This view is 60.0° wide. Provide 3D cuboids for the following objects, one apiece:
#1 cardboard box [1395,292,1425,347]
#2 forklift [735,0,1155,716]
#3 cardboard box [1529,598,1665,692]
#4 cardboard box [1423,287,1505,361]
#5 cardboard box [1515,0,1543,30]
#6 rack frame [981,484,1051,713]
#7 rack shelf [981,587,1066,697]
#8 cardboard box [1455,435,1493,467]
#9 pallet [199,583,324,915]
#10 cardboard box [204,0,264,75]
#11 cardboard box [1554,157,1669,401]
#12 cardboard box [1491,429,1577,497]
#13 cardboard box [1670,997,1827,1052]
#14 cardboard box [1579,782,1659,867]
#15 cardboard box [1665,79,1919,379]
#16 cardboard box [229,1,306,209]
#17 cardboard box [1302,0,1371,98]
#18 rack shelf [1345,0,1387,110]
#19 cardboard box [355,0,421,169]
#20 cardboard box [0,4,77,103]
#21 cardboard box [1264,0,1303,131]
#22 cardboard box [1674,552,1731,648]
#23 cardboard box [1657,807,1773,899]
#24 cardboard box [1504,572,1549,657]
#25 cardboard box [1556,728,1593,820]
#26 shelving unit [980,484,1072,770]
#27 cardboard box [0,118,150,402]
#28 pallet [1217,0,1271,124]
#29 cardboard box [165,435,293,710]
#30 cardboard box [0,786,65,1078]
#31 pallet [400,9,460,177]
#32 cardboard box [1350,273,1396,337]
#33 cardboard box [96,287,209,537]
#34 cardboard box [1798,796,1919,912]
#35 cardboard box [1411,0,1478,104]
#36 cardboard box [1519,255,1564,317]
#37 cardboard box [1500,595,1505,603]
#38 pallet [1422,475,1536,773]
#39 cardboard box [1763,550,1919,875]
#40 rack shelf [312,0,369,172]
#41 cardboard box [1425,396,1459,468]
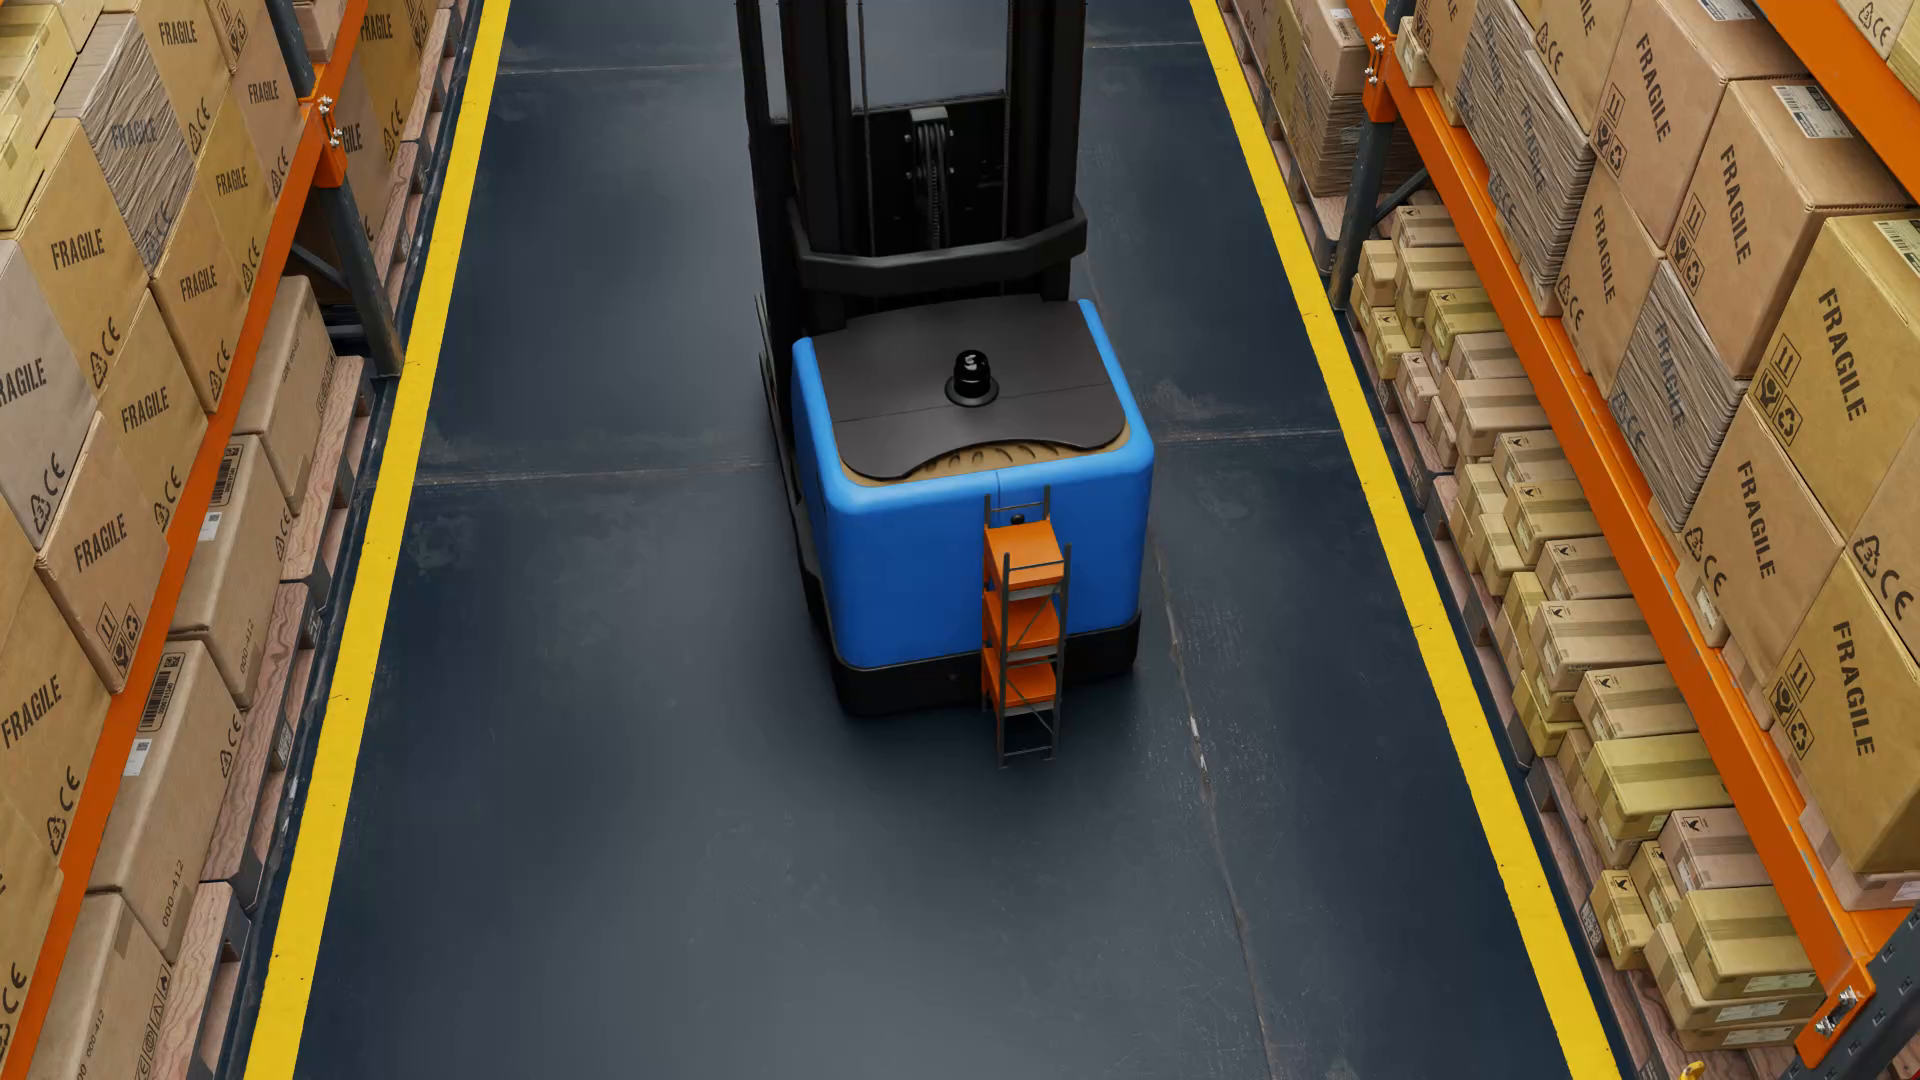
[{"bbox_3d":[1.929,-0.896,6.502,0.380,0.149,0.250,-3,47,-3],"label":"cardboard box"},{"bbox_3d":[-0.198,-1.508,5.659,1.130,2.935,3.031,-9,47,-8],"label":"forklift"},{"bbox_3d":[1.997,0.322,5.144,0.380,0.149,0.250,-2,47,-2],"label":"cardboard box"},{"bbox_3d":[1.964,-0.813,6.218,0.380,0.149,0.250,-4,47,-4],"label":"cardboard box"},{"bbox_3d":[1.961,-1.854,4.977,0.500,0.500,0.500,-5,47,-4],"label":"cardboard box"},{"bbox_3d":[0.172,0.212,5.326,0.200,1.050,0.008,-9,47,-8],"label":"rack frame"},{"bbox_3d":[0.198,0.306,5.252,0.215,0.259,0.240,-9,47,-8],"label":"rack shelf"},{"bbox_3d":[2.005,-0.326,5.962,0.380,0.149,0.250,-2,47,-1],"label":"cardboard box"},{"bbox_3d":[-2.726,0.684,5.457,1.003,0.211,1.213,-3,47,-3],"label":"pallet"},{"bbox_3d":[-2.502,-1.768,5.101,0.500,0.500,0.500,-4,47,-4],"label":"cardboard box"},{"bbox_3d":[2.026,-0.741,4.612,0.500,0.500,0.500,-1,47,-1],"label":"cardboard box"},{"bbox_3d":[2.053,-0.244,5.680,0.380,0.149,0.250,-5,47,-5],"label":"cardboard box"},{"bbox_3d":[2.190,1.273,4.653,0.380,0.149,0.250,-3,47,-3],"label":"cardboard box"},{"bbox_3d":[2.068,0.799,4.897,0.380,0.149,0.250,-5,47,-5],"label":"cardboard box"},{"bbox_3d":[2.061,-0.733,3.916,0.500,0.500,0.500,-1,47,-1],"label":"cardboard box"},{"bbox_3d":[-2.524,-1.429,5.469,0.500,0.500,0.500,-3,47,-3],"label":"cardboard box"},{"bbox_3d":[1.793,-2.155,7.141,0.500,0.250,0.500,-5,47,-4],"label":"cardboard box"},{"bbox_3d":[1.940,-3.288,7.794,1.077,0.370,4.000,-3,47,-3],"label":"rack shelf"},{"bbox_3d":[-3.032,-2.225,7.466,0.875,0.875,0.875,-2,47,-2],"label":"cardboard box"},{"bbox_3d":[-2.430,-1.184,4.101,0.380,0.149,0.250,-4,47,-4],"label":"cardboard box"},{"bbox_3d":[1.752,-2.265,7.761,0.500,0.500,0.500,-4,47,-4],"label":"cardboard box"},{"bbox_3d":[2.069,0.127,4.237,0.380,0.149,0.250,-2,47,-2],"label":"cardboard box"},{"bbox_3d":[2.181,0.884,4.612,0.380,0.149,0.250,-3,47,-3],"label":"cardboard box"},{"bbox_3d":[2.009,0.238,5.428,0.380,0.149,0.250,-1,47,-1],"label":"cardboard box"},{"bbox_3d":[2.098,0.719,5.177,0.380,0.149,0.250,-3,47,-3],"label":"cardboard box"},{"bbox_3d":[0.198,0.299,5.244,0.215,1.050,0.252,-9,47,-8],"label":"shelving unit"},{"bbox_3d":[-2.382,-0.670,4.061,0.500,0.500,0.500,-3,47,-3],"label":"cardboard box"},{"bbox_3d":[1.935,-2.578,8.546,1.003,0.211,1.213,-3,47,-3],"label":"pallet"},{"bbox_3d":[-2.796,0.130,5.536,0.875,0.438,0.875,-5,47,-4],"label":"cardboard box"},{"bbox_3d":[-2.236,0.780,3.376,0.500,0.500,0.500,-4,47,-4],"label":"cardboard box"},{"bbox_3d":[-3.062,-2.194,8.183,1.003,0.211,1.213,-3,47,-3],"label":"pallet"},{"bbox_3d":[1.818,-0.970,6.777,0.380,0.149,0.250,-5,47,-5],"label":"cardboard box"},{"bbox_3d":[-2.390,-0.315,4.413,0.500,0.500,0.500,-2,47,-2],"label":"cardboard box"},{"bbox_3d":[2.133,0.673,3.720,0.380,0.149,0.250,-3,47,-3],"label":"cardboard box"},{"bbox_3d":[1.898,-1.852,5.664,0.500,0.500,0.500,-4,47,-4],"label":"cardboard box"},{"bbox_3d":[1.963,-0.828,5.141,0.380,0.149,0.250,-2,47,-2],"label":"cardboard box"},{"bbox_3d":[2.065,0.152,5.715,0.380,0.149,0.250,-2,47,-2],"label":"cardboard box"},{"bbox_3d":[2.304,0.239,5.879,1.003,0.211,1.213,-3,47,-3],"label":"pallet"},{"bbox_3d":[2.148,0.359,3.570,0.500,0.500,0.500,-3,47,-2],"label":"cardboard box"},{"bbox_3d":[-2.984,-2.914,7.440,1.077,0.370,4.000,-3,47,-3],"label":"rack shelf"},{"bbox_3d":[1.983,-0.420,6.256,0.380,0.149,0.250,-4,47,-4],"label":"cardboard box"}]
